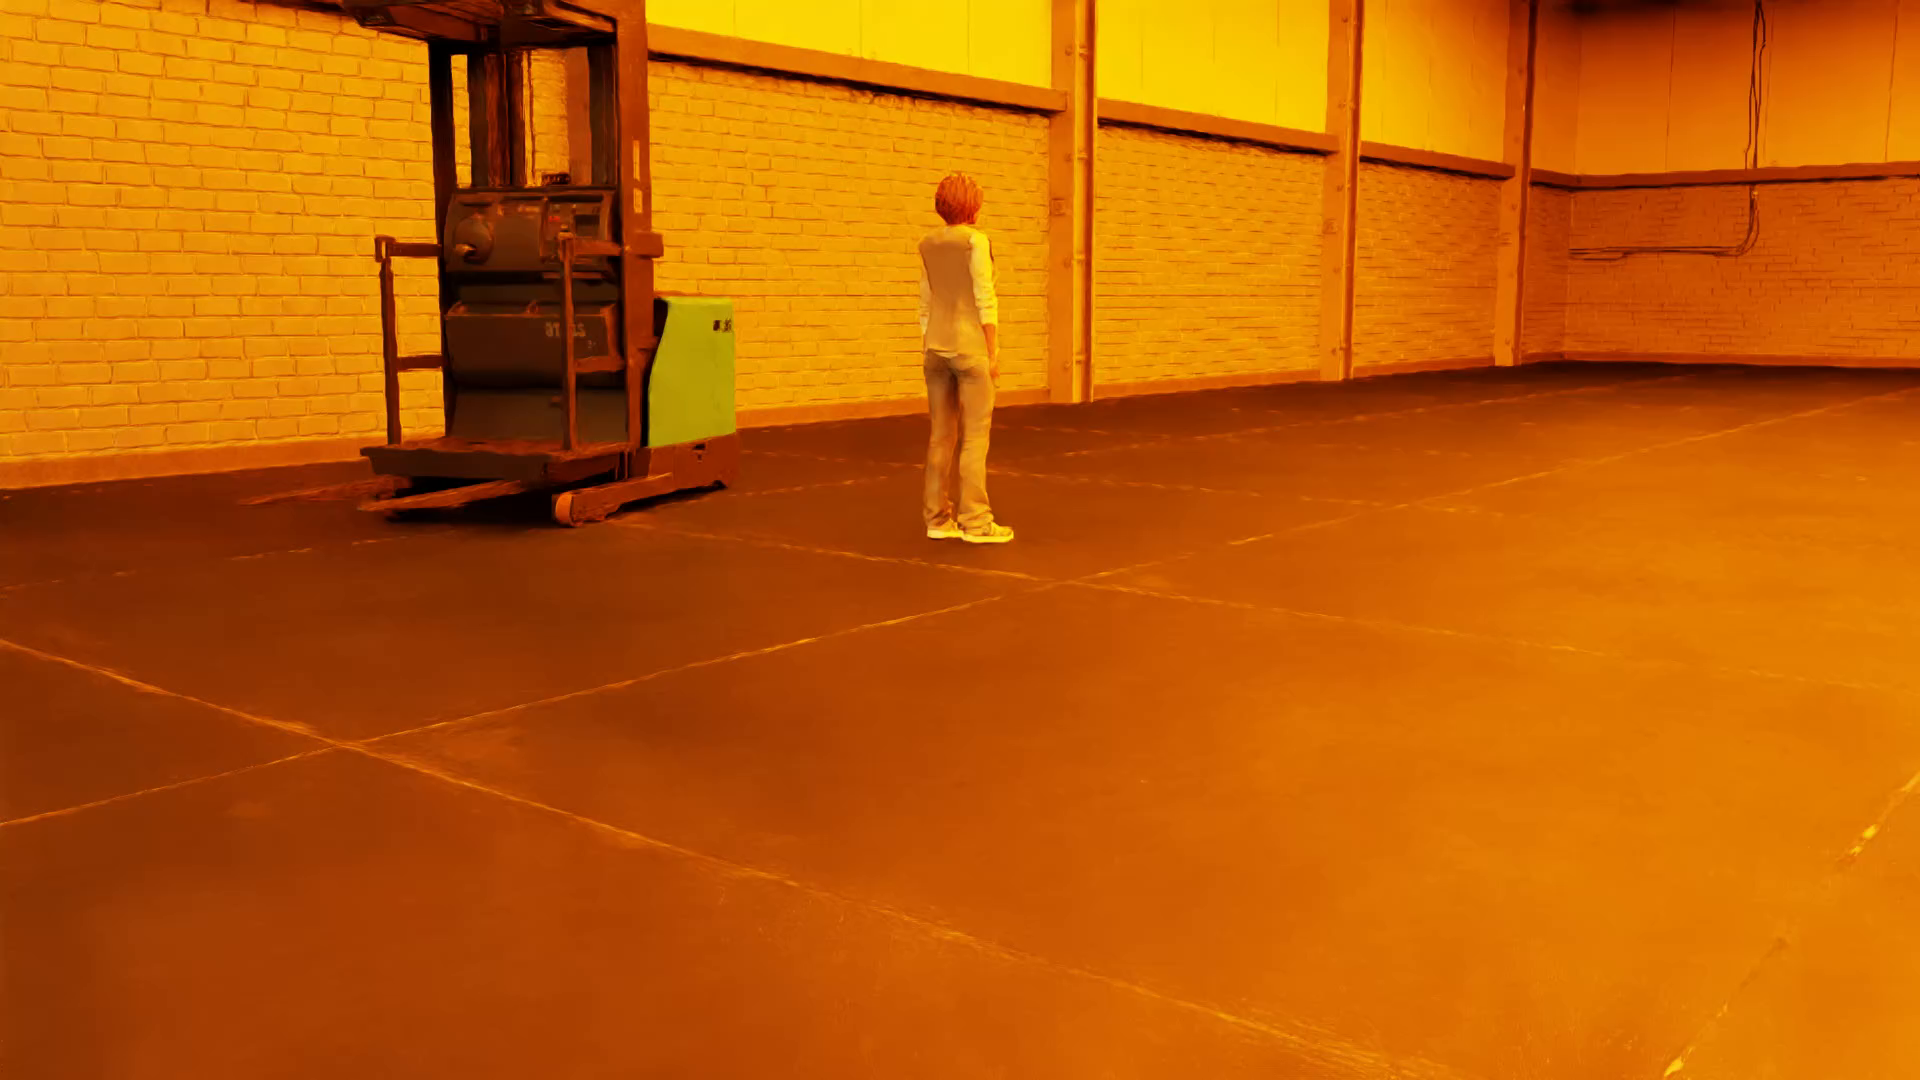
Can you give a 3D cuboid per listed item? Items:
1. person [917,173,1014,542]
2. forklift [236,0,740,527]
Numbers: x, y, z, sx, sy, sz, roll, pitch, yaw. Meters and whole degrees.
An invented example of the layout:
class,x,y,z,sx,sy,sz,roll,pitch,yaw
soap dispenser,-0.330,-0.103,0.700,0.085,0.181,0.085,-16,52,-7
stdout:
class,x,y,z,sx,sy,sz,roll,pitch,yaw
person,0.005,-0.793,7.296,0.405,1.604,0.310,7,11,38
forklift,-2.209,-1.576,8.053,1.130,2.935,3.031,3,9,19
